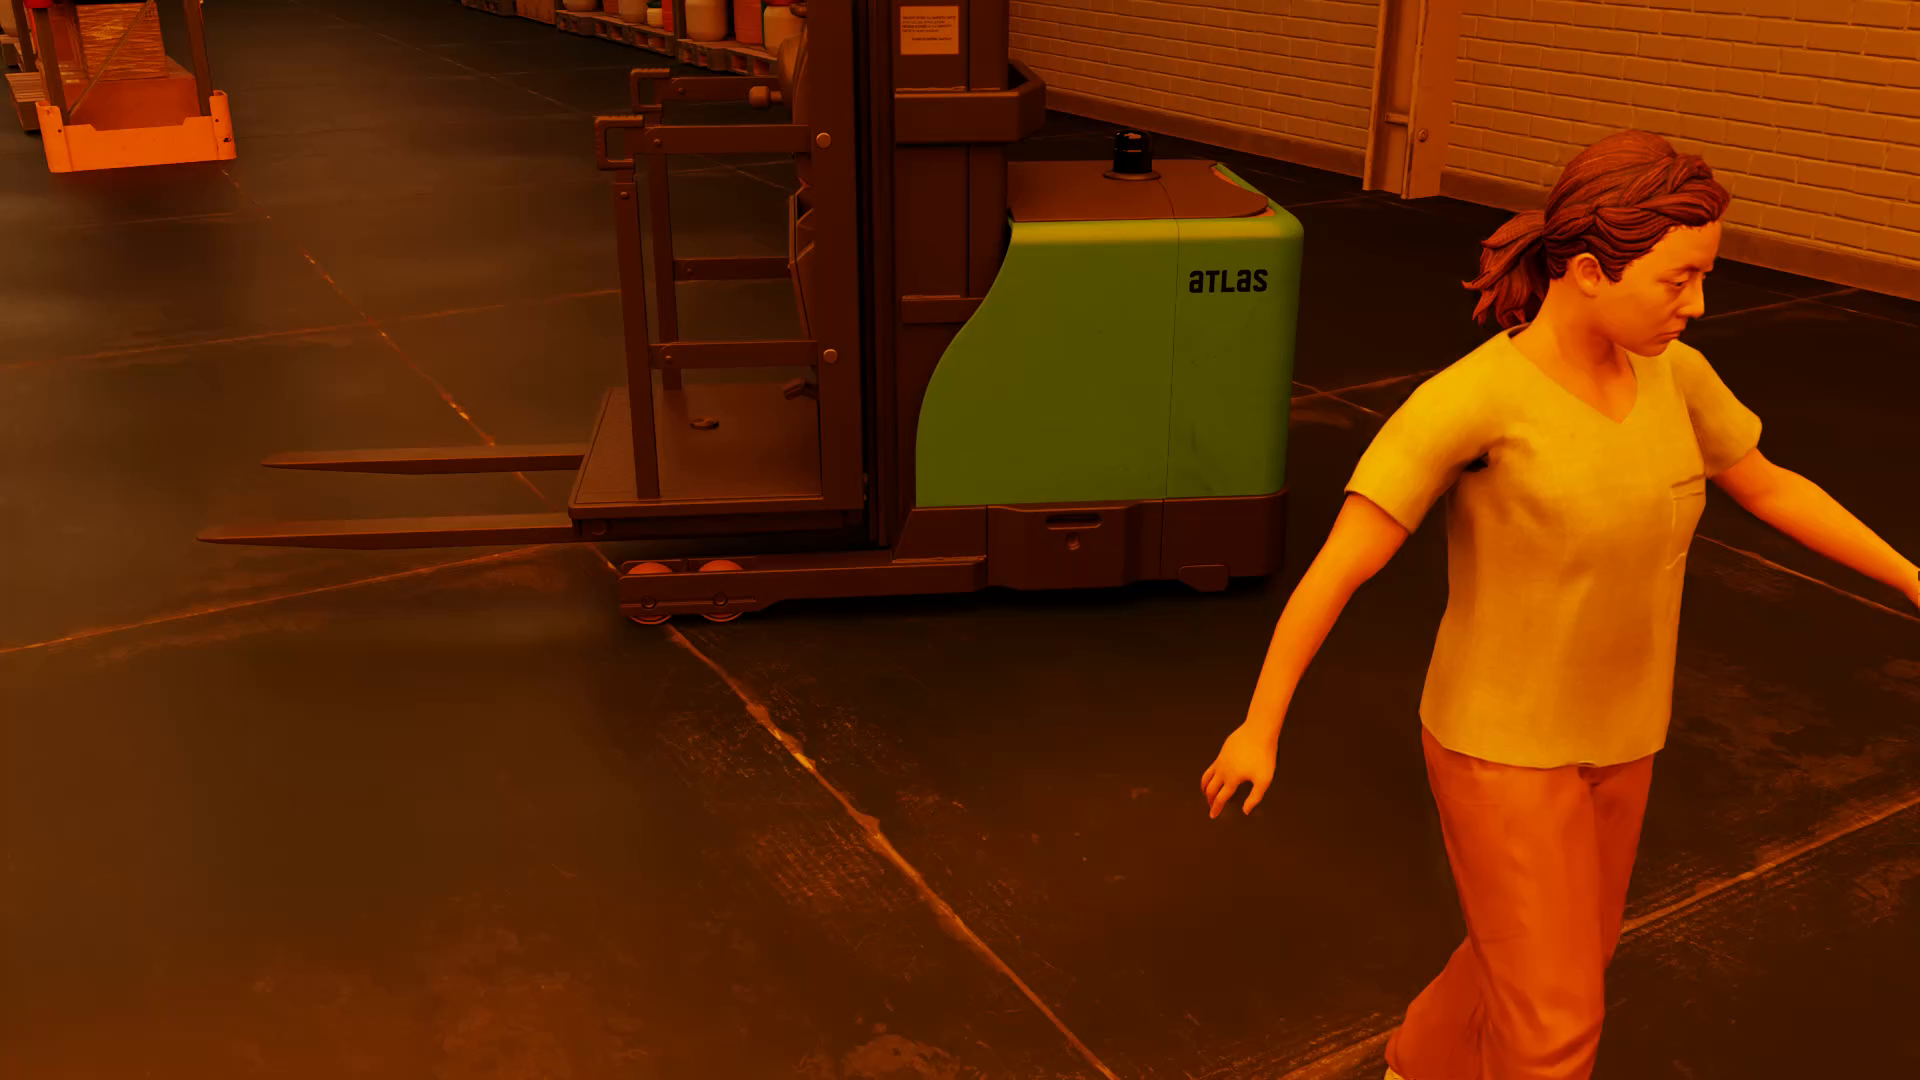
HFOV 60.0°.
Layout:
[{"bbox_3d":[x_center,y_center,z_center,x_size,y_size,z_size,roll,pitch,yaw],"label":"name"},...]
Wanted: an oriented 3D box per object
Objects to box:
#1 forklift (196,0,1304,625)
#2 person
[{"bbox_3d":[-0.619,-1.334,4.524,3.031,2.935,1.130,-2,22,-5],"label":"forklift"},{"bbox_3d":[0.814,0.317,2.226,0.898,1.670,0.707,-10,24,-24],"label":"person"}]
